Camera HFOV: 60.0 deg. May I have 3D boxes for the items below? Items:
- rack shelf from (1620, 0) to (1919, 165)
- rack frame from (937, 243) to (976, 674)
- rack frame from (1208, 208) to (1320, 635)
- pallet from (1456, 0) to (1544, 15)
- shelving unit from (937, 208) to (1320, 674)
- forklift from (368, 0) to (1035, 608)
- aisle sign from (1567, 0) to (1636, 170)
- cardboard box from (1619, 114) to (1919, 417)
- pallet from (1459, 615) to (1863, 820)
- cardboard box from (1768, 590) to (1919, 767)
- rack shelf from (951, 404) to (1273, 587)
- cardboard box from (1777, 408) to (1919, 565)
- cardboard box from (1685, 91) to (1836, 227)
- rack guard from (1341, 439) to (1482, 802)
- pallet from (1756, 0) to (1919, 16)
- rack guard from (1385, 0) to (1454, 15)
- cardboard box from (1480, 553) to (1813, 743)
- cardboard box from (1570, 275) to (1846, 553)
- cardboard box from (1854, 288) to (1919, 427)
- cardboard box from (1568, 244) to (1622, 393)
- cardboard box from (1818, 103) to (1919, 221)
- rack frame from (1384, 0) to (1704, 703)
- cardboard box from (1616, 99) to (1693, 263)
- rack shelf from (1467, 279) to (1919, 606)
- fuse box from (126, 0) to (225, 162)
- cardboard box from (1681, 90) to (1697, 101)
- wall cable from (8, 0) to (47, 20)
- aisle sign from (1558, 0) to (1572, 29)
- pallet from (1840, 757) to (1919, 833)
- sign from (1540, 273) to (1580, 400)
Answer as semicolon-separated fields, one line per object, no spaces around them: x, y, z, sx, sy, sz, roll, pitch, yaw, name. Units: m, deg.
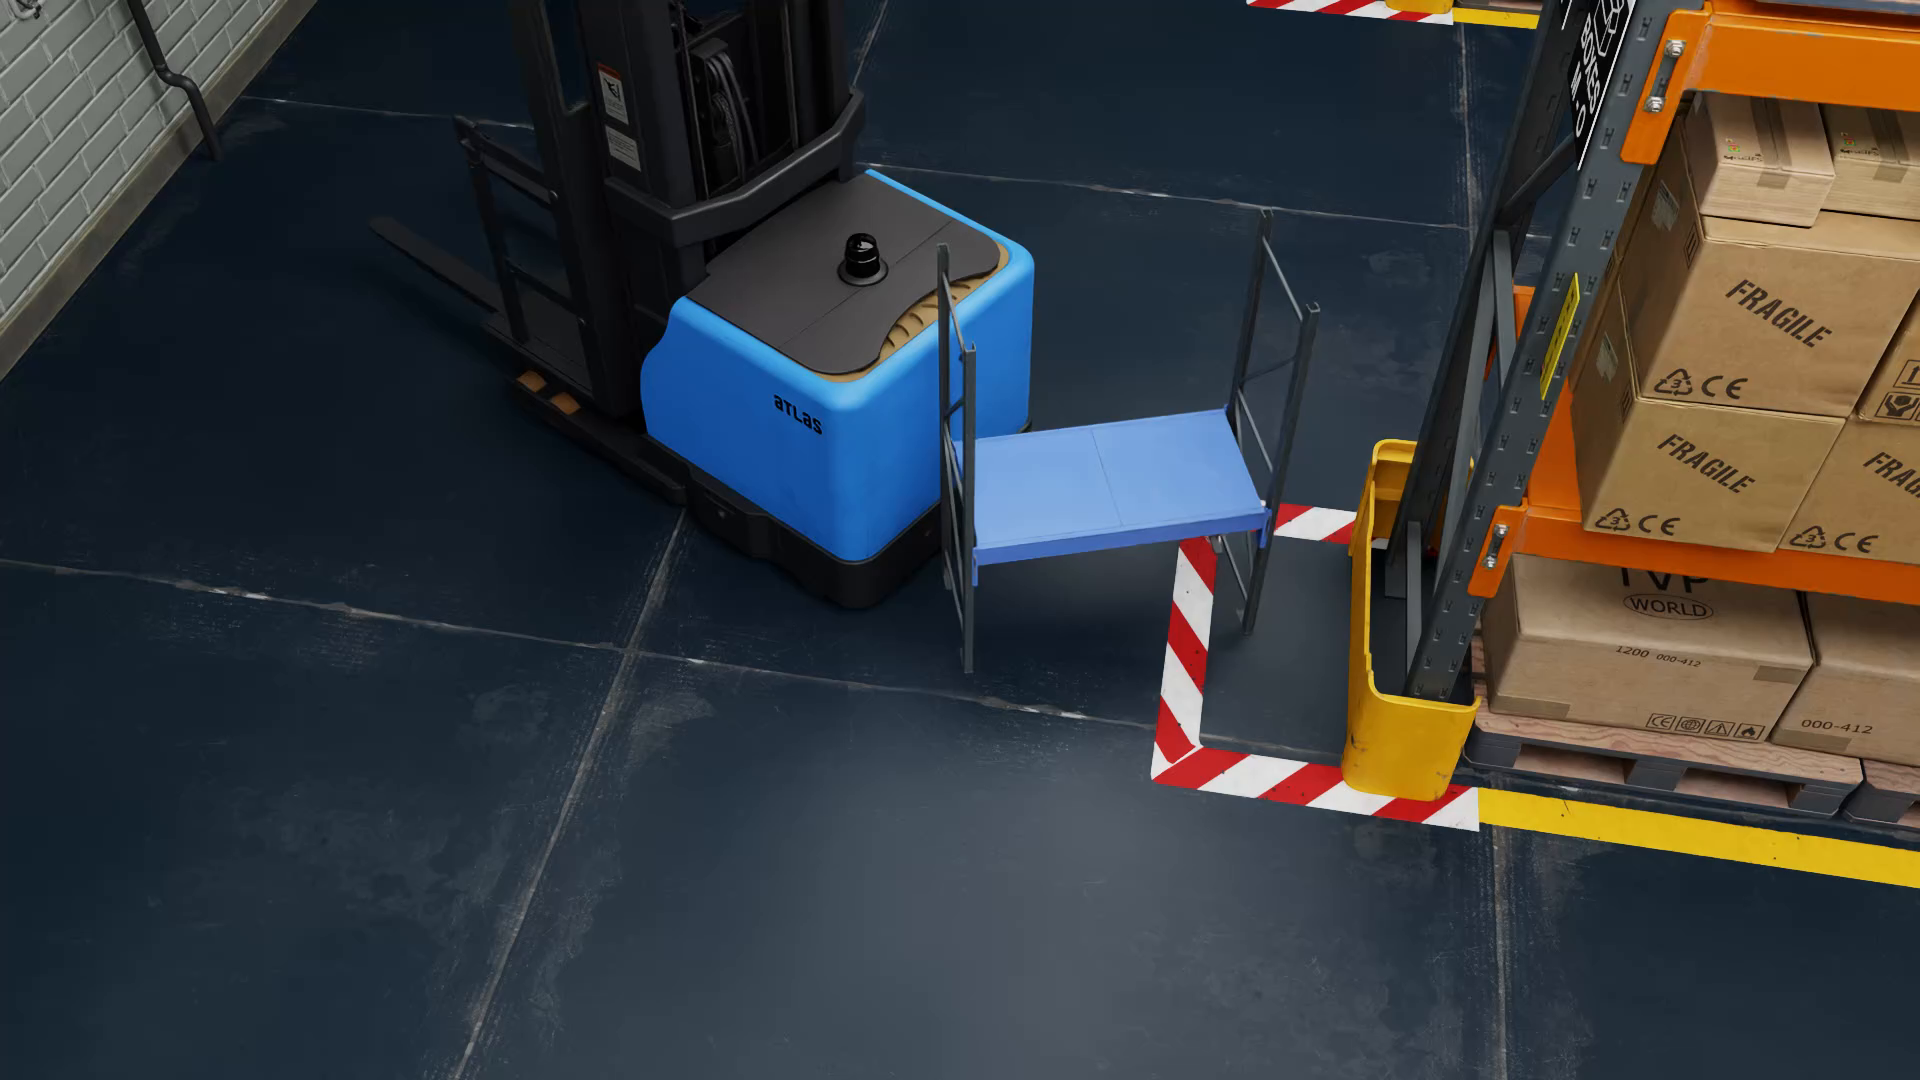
3.527;-1.078;3.669;4.000;0.370;1.077;8;49;7;rack shelf
-0.012;-0.215;5.435;0.032;1.500;0.500;-7;48;-7;rack frame
0.990;-0.345;5.552;0.032;1.500;0.500;-7;48;-7;rack frame
3.298;-3.167;8.954;1.213;0.211;1.003;8;49;7;pallet
0.489;-0.280;5.493;1.048;1.500;0.538;-7;48;-7;shelving unit
-1.184;-1.674;5.784;3.031;2.935;1.130;32;55;25;forklift
1.437;-1.247;3.606;0.004;0.787;0.394;8;49;7;aisle sign
1.981;-0.676;4.101;0.500;0.500;0.500;7;48;6;cardboard box
2.360;0.400;5.749;1.213;0.211;1.003;8;49;7;pallet
3.129;0.265;5.436;0.875;0.438;0.875;9;49;8;cardboard box
0.489;-0.160;5.627;1.000;0.185;0.538;-7;48;-7;rack shelf
2.483;-0.294;4.430;0.500;0.500;0.500;7;48;6;cardboard box
1.859;-0.915;3.880;0.250;0.149;0.380;9;49;8;cardboard box
1.536;0.252;5.688;0.348;0.500;1.175;8;49;7;rack guard
2.291;-1.463;3.591;1.213;0.211;1.003;8;49;7;pallet
2.513;-3.369;8.941;0.348;0.500;1.175;8;49;7;rack guard
2.227;0.150;5.539;0.875;0.438;0.875;6;48;6;cardboard box
1.981;-0.340;4.472;0.500;0.500;0.500;7;48;7;cardboard box
2.491;-0.613;4.045;0.500;0.500;0.500;6;48;6;cardboard box
2.081;-0.744;4.835;0.500;0.500;0.500;8;49;7;cardboard box
2.130;-0.933;3.896;0.250;0.149;0.380;9;49;8;cardboard box
1.559;-0.580;4.755;0.127;3.000;1.000;8;49;7;rack frame
2.076;-1.059;4.445;0.500;0.500;0.500;9;49;8;cardboard box
3.527;-0.075;4.785;4.000;0.370;1.077;8;49;7;rack shelf
-3.477;-2.397;7.253;0.414;1.711;0.539;8;49;7;fuse box
1.948;-1.264;4.194;0.250;0.149;0.380;8;49;7;cardboard box
-3.753;-2.689;5.966;0.122;1.984;0.588;8;49;7;wall cable
1.544;-1.686;4.000;0.004;0.787;0.394;8;49;7;aisle sign
3.557;0.563;5.602;1.213;0.211;1.003;8;49;7;pallet
1.455;-0.491;4.039;0.005;0.325;0.100;8;49;7;sign
